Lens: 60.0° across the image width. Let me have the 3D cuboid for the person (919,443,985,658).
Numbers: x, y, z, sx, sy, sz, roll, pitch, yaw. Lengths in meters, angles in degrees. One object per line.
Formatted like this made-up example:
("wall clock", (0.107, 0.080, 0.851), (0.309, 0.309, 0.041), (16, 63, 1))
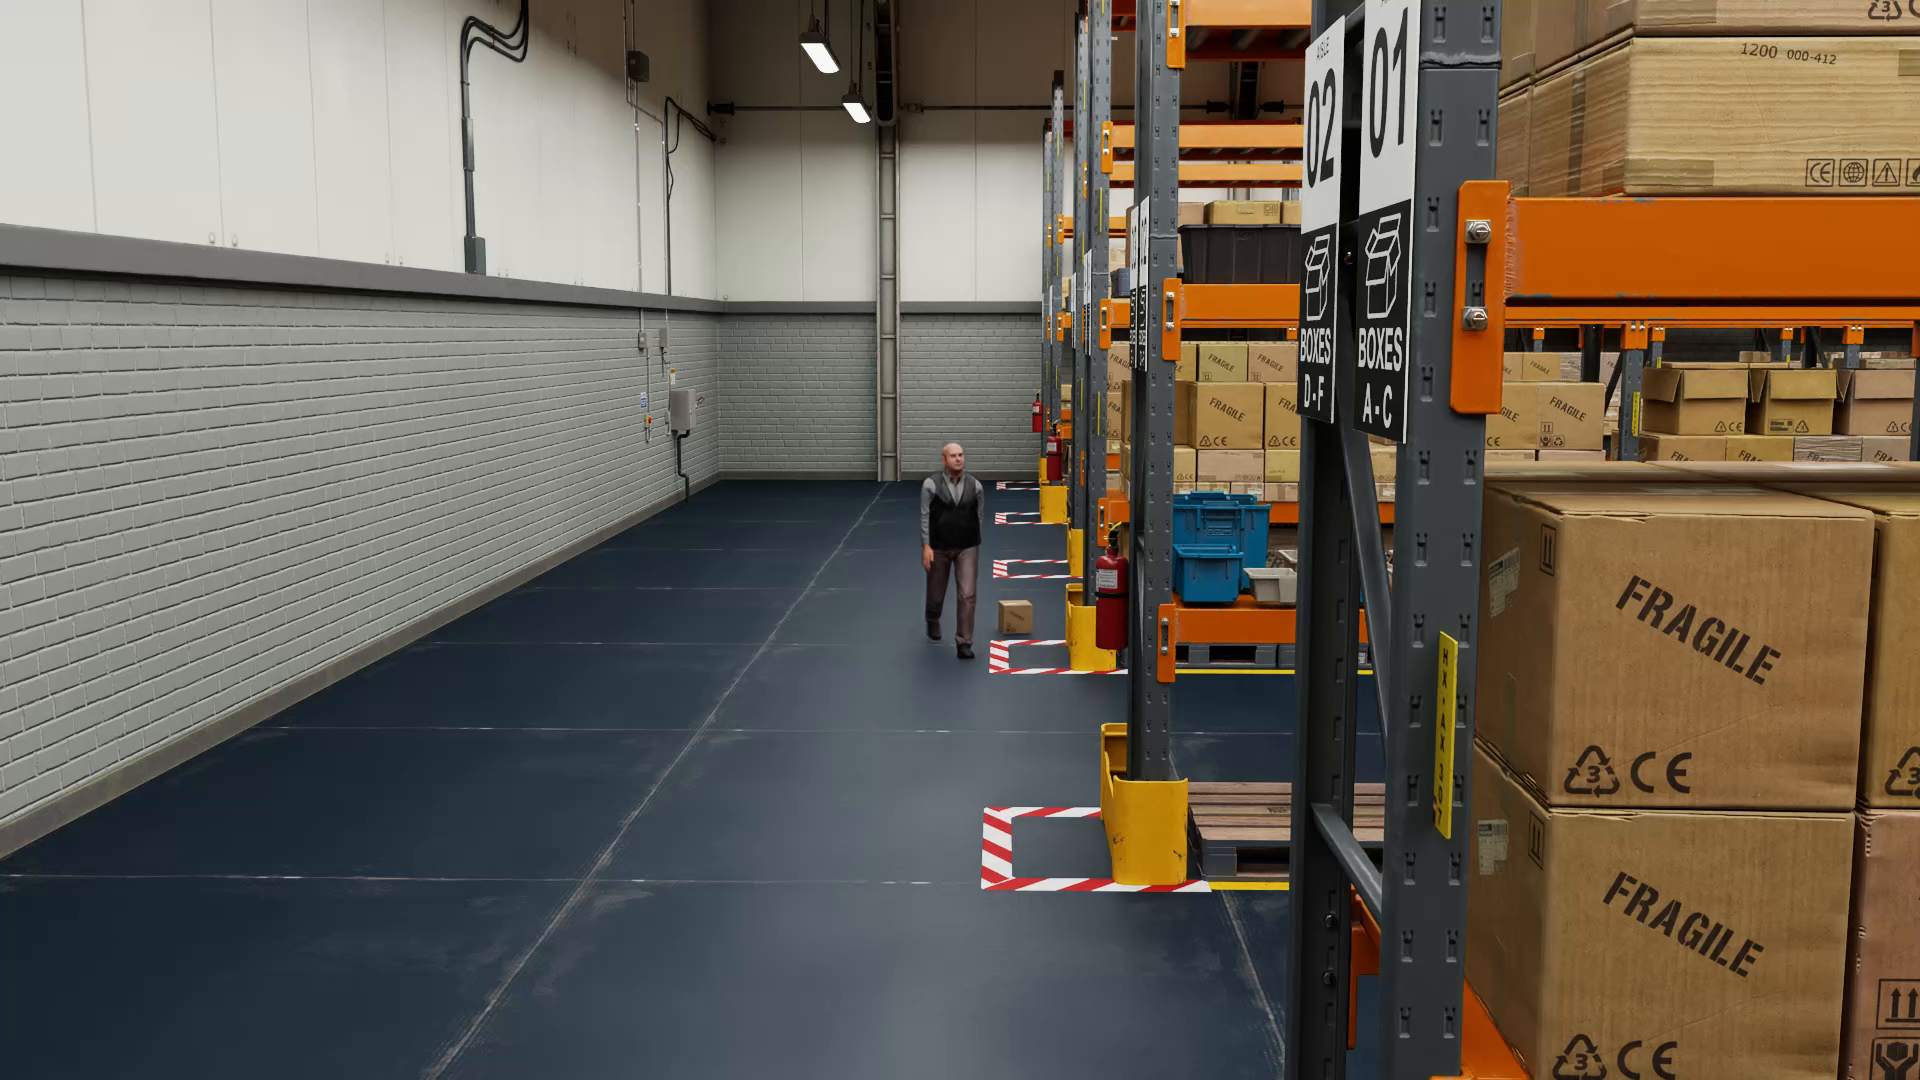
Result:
("person", (-0.066, 0.067, 13.322), (0.532, 1.694, 0.905), (-1, 7, -9))
